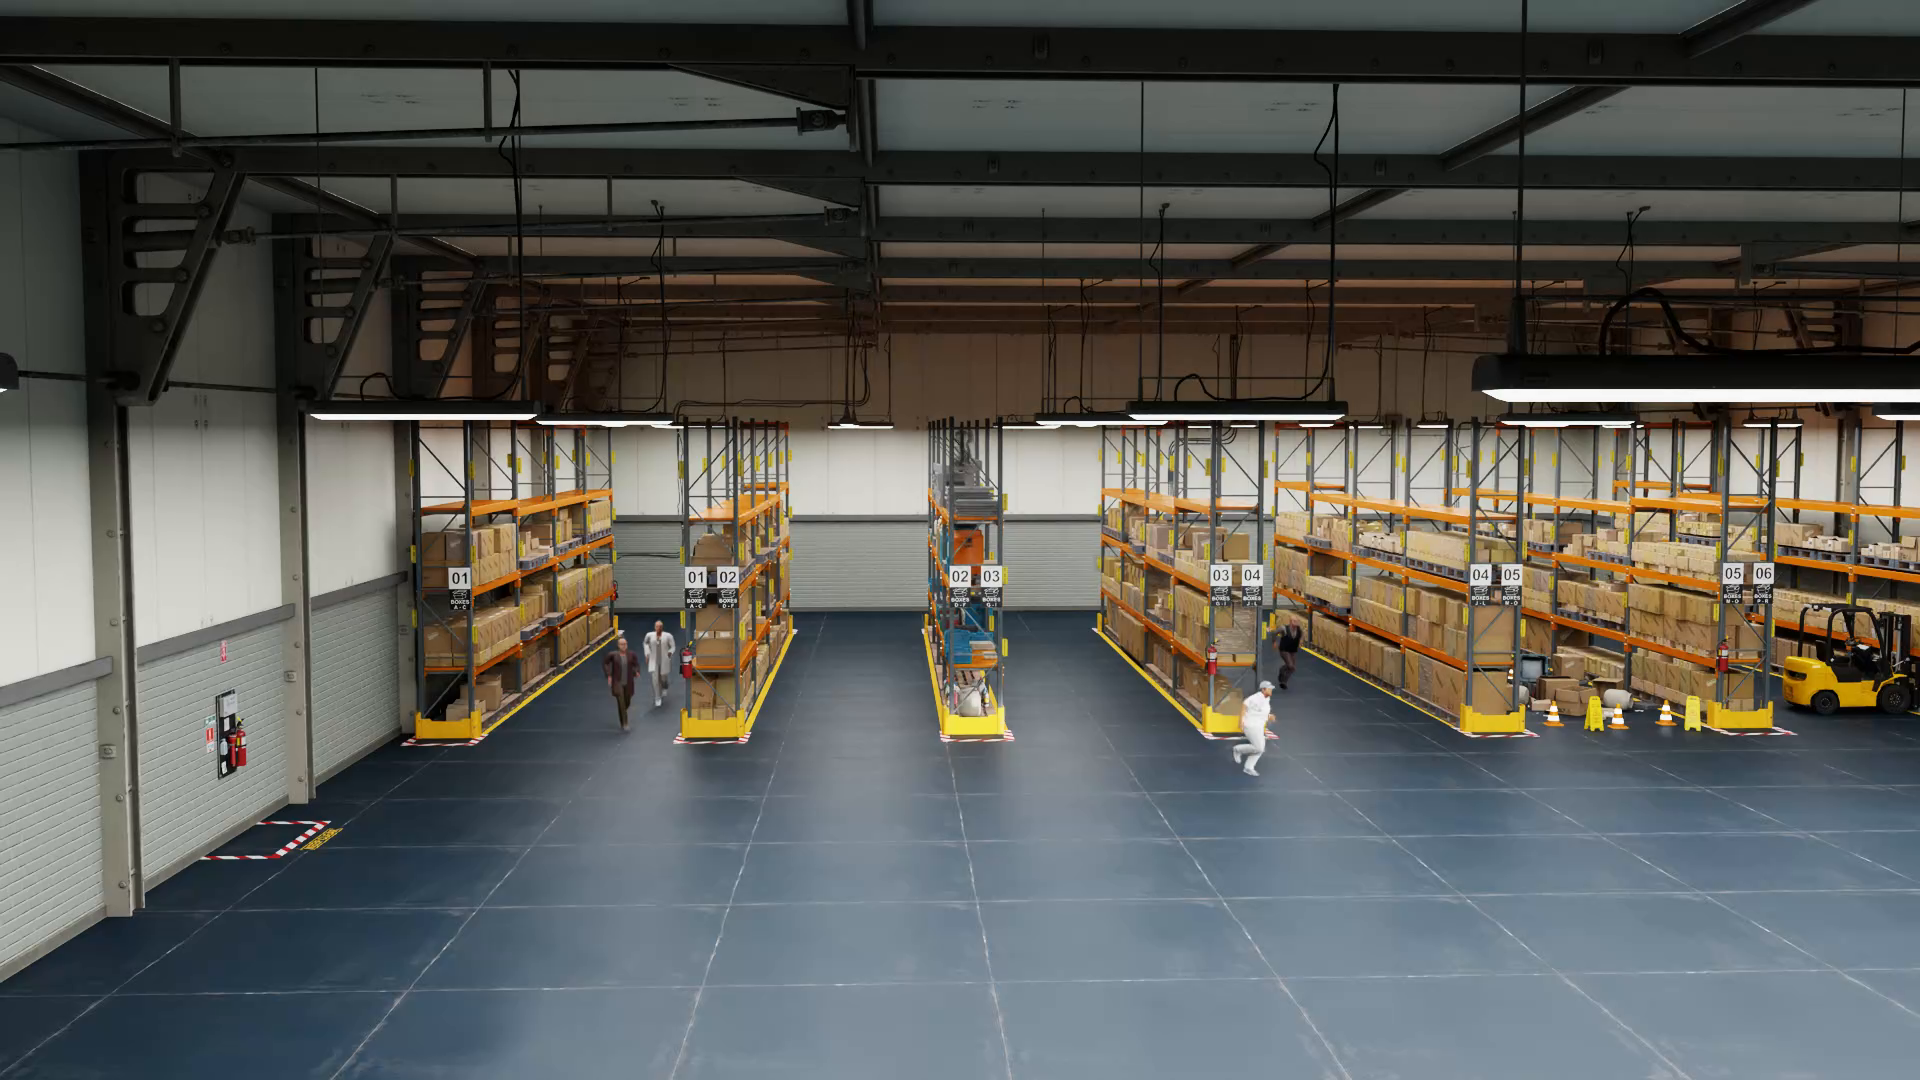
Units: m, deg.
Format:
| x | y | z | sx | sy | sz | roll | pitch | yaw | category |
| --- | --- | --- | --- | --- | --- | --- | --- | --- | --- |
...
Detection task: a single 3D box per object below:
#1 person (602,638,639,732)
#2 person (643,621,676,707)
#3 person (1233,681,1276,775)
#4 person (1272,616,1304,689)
| x | y | z | sx | sy | sz | roll | pitch | yaw | category |
| --- | --- | --- | --- | --- | --- | --- | --- | --- | --- |
| -6.535 | 2.760 | 32.071 | 0.696 | 1.760 | 0.961 | -2 | 4 | -25 | person |
| -6.329 | 2.569 | 35.019 | 0.692 | 1.760 | 0.956 | 0 | 4 | -6 | person |
| 4.931 | 3.135 | 27.783 | 0.713 | 1.599 | 0.596 | 2 | 4 | 31 | person |
| 7.317 | 2.498 | 36.869 | 0.645 | 1.647 | 0.737 | -2 | 4 | -22 | person |
